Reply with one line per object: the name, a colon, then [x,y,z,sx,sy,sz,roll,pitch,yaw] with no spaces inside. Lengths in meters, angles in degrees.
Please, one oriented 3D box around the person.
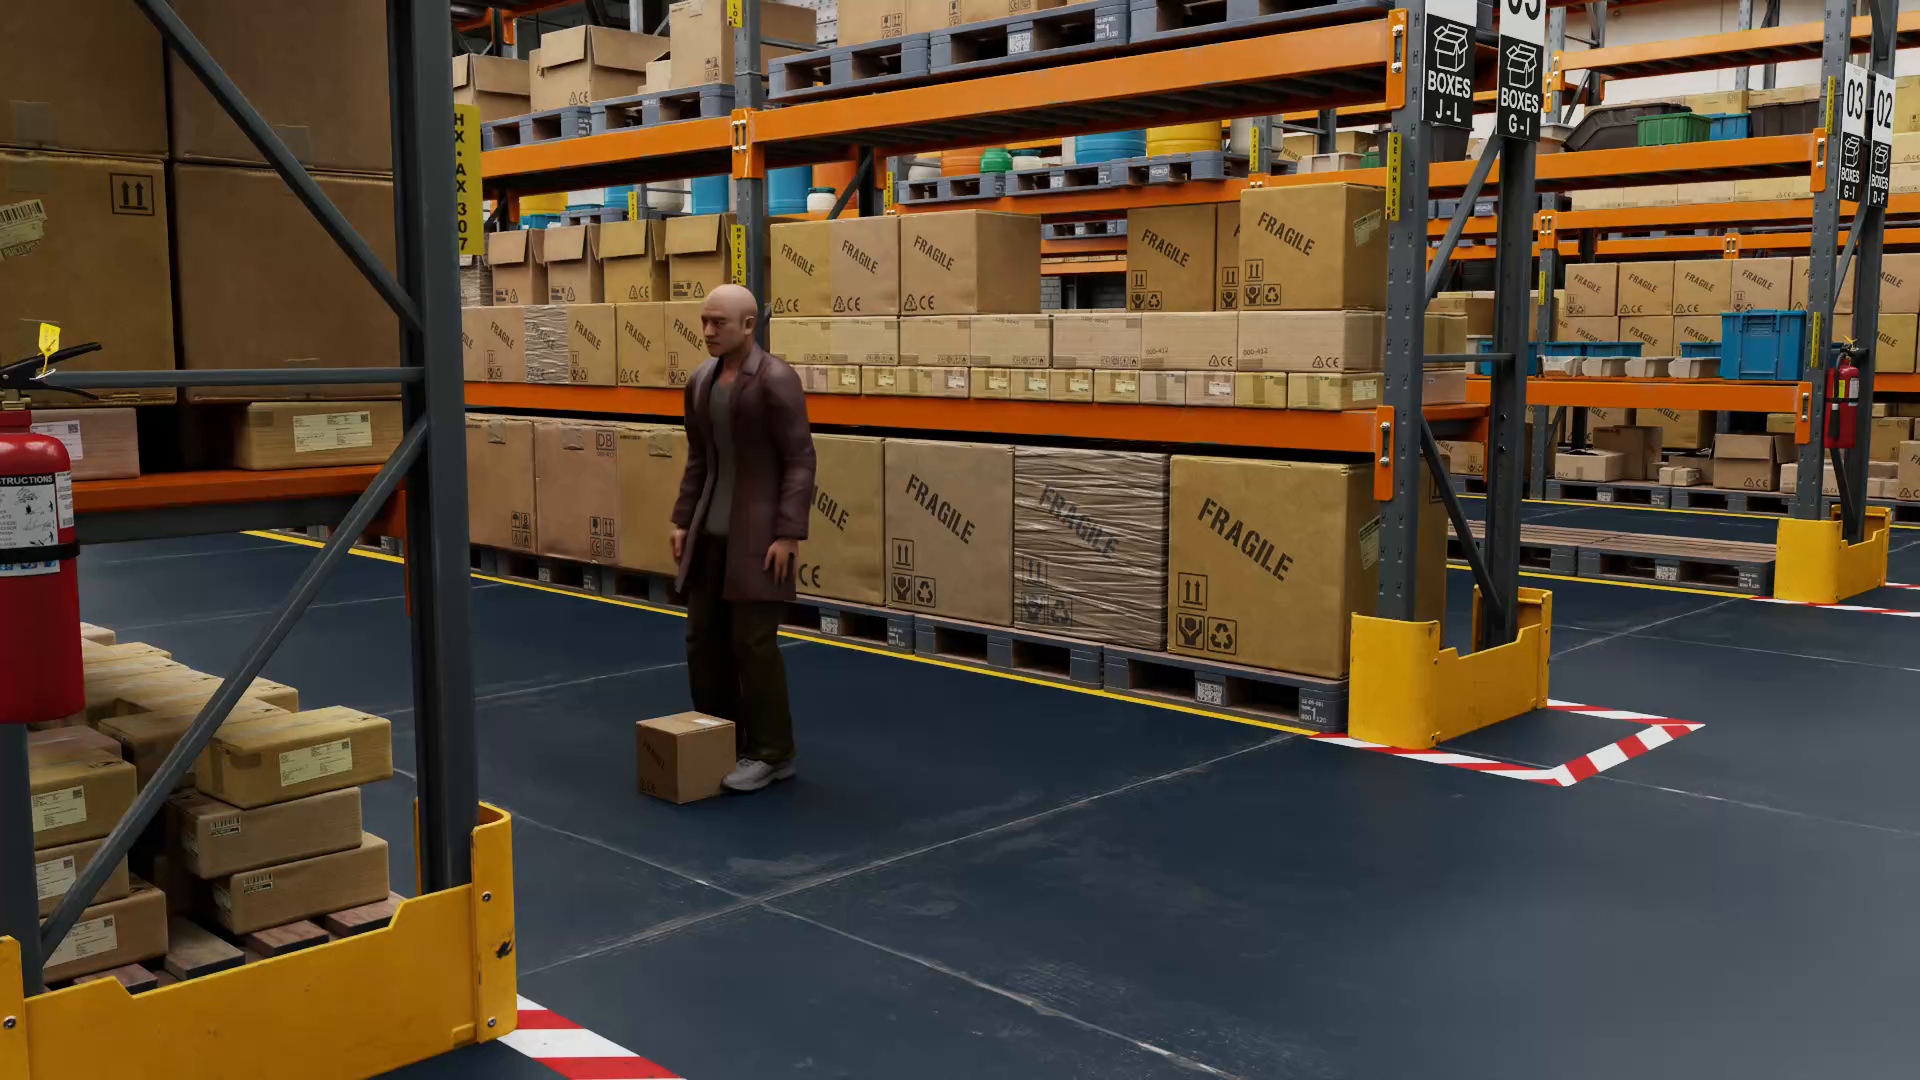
person: [-0.786,-0.015,5.935,0.653,1.774,0.423,6,9,40]
